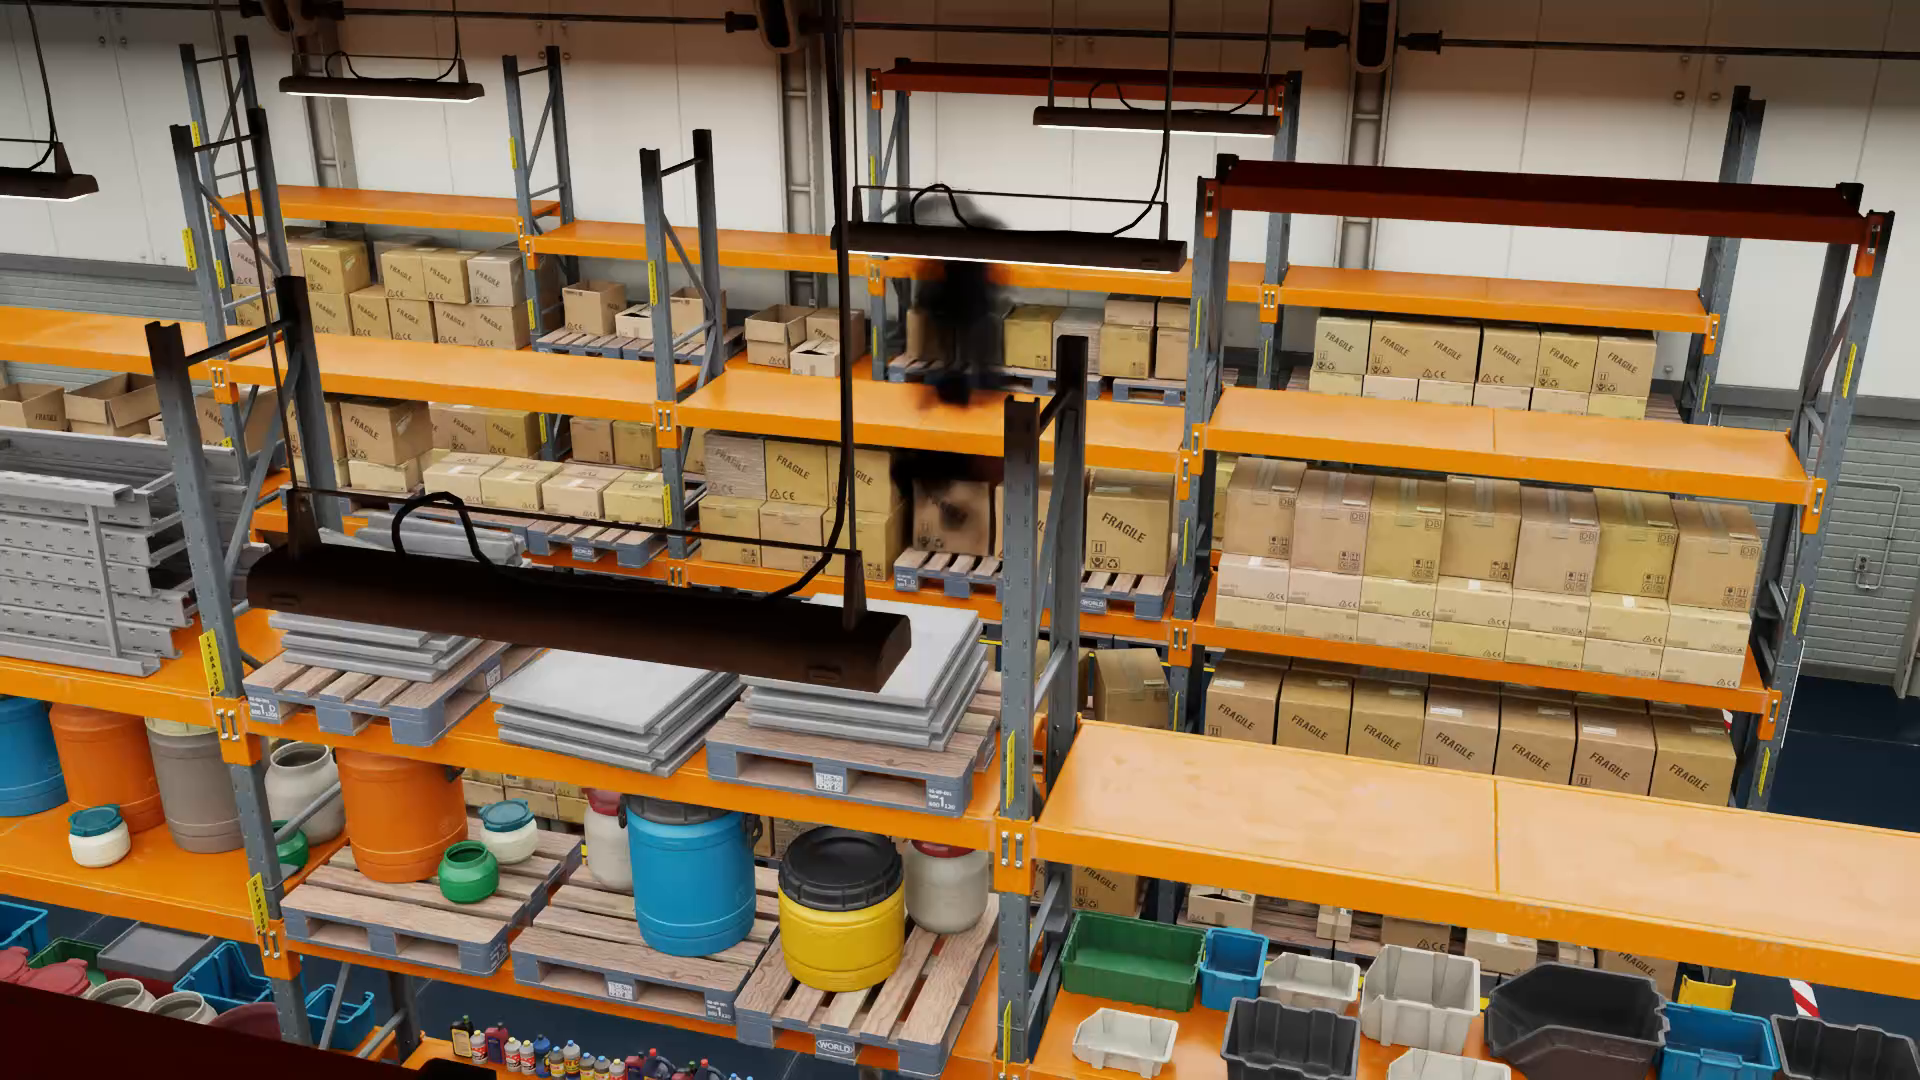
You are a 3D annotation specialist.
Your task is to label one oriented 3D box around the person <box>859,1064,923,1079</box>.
[{"bbox_3d":[-0.446,3.006,10.626,0.764,1.691,0.605,4,23,10],"label":"person"}]
